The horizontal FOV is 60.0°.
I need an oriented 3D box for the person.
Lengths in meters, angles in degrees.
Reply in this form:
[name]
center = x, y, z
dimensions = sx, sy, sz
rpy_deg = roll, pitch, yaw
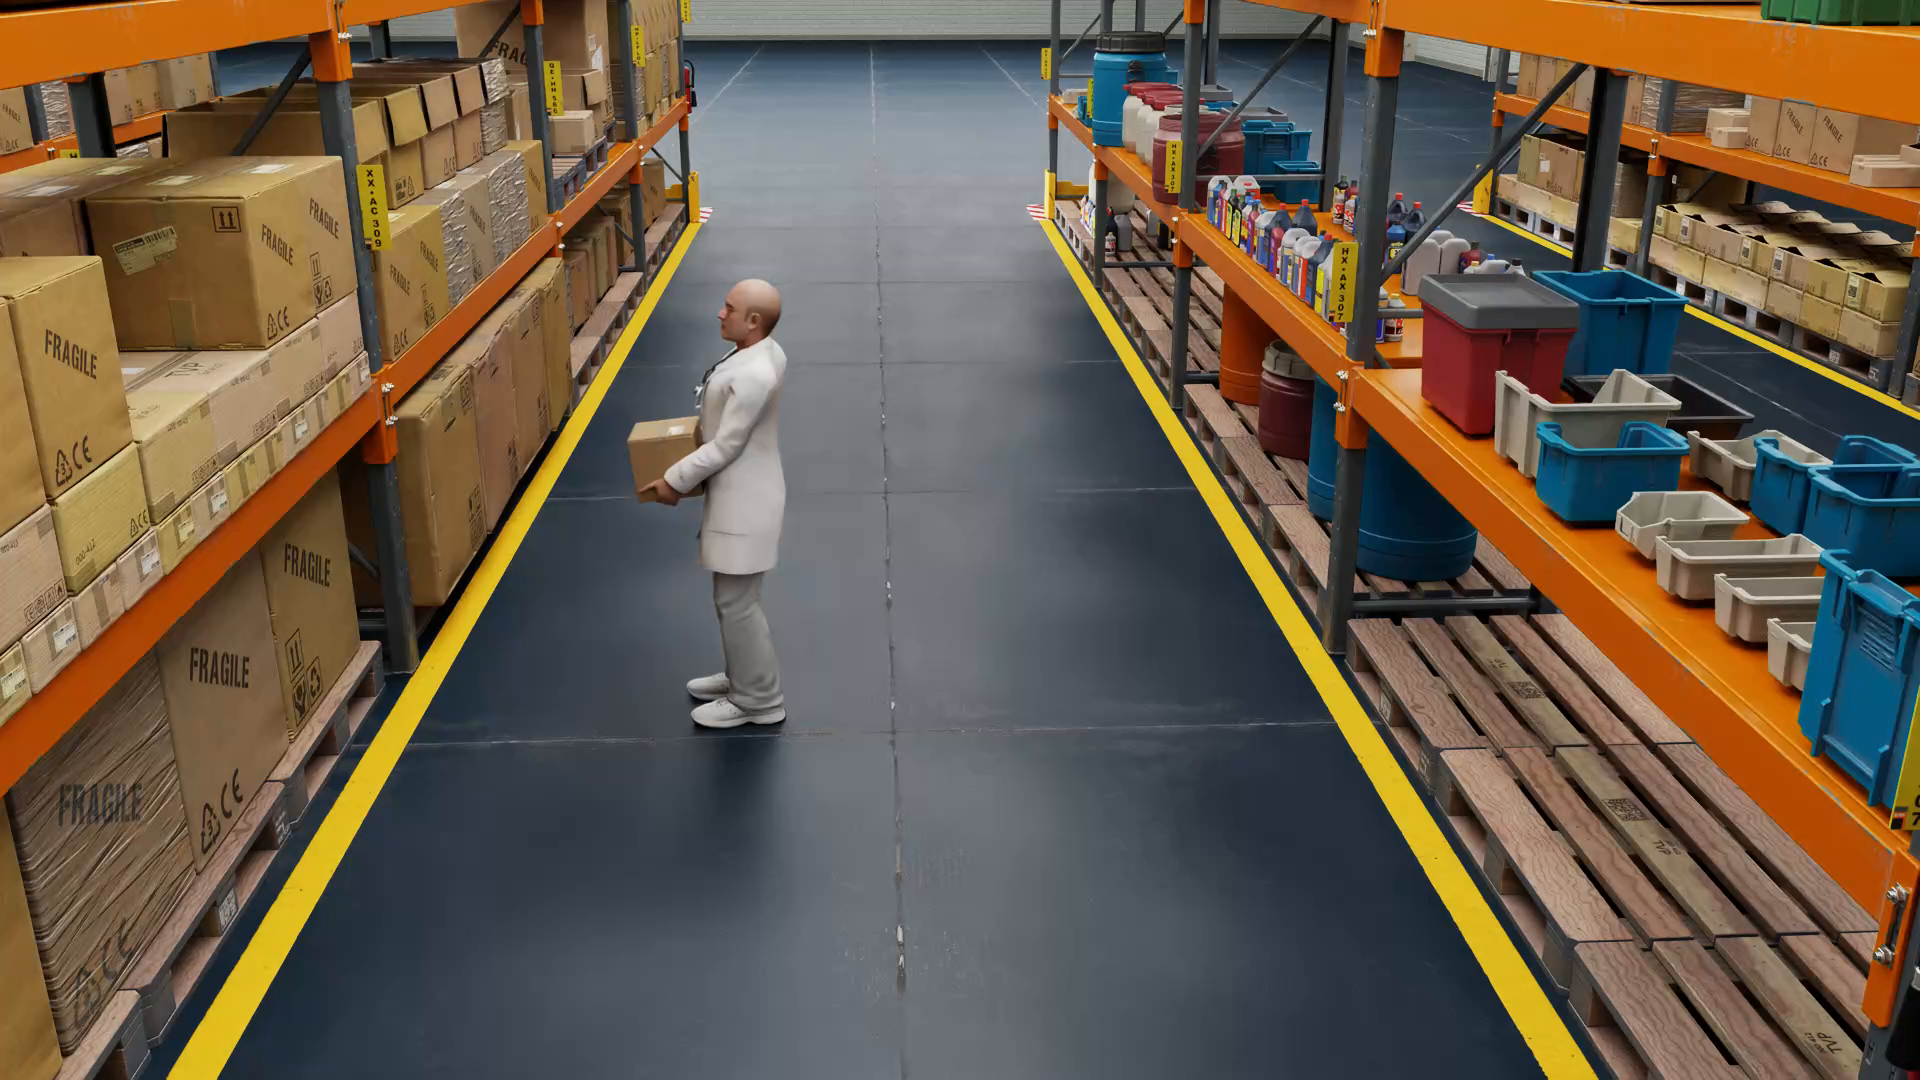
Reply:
[person]
center = -0.945, -0.139, 6.483
dimensions = 0.561, 1.769, 0.526
rpy_deg = -1, 20, -3
